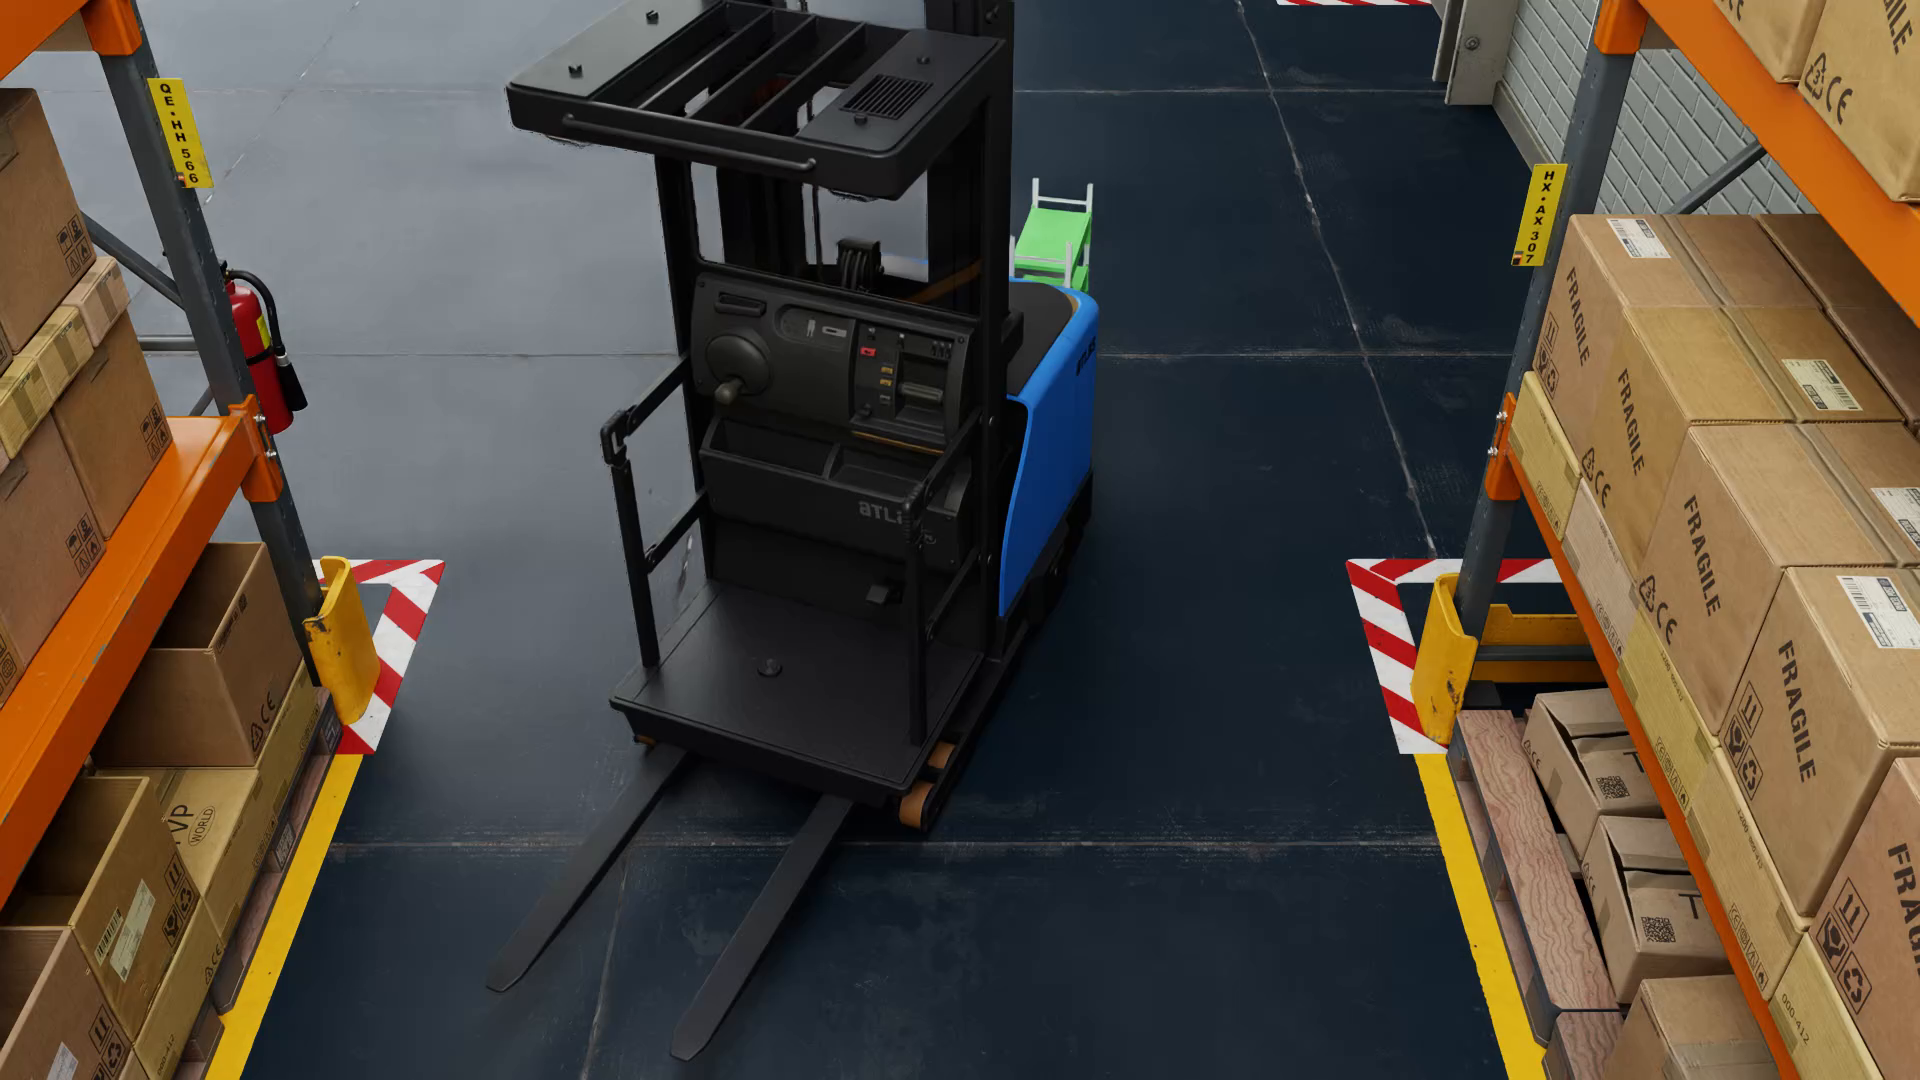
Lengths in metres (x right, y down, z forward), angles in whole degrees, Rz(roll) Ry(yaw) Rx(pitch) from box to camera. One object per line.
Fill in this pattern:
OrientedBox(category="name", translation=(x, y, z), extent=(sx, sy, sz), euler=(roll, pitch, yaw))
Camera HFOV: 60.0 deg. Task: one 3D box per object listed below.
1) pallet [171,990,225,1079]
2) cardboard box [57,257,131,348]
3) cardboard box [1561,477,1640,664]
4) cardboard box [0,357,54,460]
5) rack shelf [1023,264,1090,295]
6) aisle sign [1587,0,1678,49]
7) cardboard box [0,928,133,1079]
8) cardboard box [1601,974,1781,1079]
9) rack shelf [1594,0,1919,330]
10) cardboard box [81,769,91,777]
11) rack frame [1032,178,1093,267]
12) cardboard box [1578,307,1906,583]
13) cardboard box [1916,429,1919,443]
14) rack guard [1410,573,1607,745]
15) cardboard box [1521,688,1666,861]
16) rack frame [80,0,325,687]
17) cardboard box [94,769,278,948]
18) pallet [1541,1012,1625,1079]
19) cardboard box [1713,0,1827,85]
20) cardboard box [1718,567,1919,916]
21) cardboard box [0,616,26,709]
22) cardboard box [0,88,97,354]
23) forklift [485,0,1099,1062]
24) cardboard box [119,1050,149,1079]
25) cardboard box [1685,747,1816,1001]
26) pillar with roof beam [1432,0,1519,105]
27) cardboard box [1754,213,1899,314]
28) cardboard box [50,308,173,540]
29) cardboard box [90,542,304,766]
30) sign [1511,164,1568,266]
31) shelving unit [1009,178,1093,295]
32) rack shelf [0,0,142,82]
OrientedBox(category="pallet", translation=(-2.683, 1.728, 4.425), extent=(1.003, 0.211, 1.213), euler=(0, 39, 0))
OrientedBox(category="cardboard box", translation=(-2.533, -0.653, 4.567), extent=(0.380, 0.149, 0.250), euler=(-1, 39, -1))
OrientedBox(category="cardboard box", translation=(1.927, 0.075, 4.361), extent=(0.500, 0.250, 0.500), euler=(-1, 39, -1))
OrientedBox(category="cardboard box", translation=(-2.531, -0.329, 4.163), extent=(0.380, 0.149, 0.250), euler=(-1, 39, -1))
OrientedBox(category="rack shelf", translation=(0.356, -0.944, 6.687), extent=(0.258, 0.148, 0.480), euler=(8, 39, 10))
OrientedBox(category="aisle sign", translation=(1.929, -1.665, 4.350), extent=(0.394, 0.787, 0.004), euler=(0, 39, 0))
OrientedBox(category="cardboard box", translation=(-2.411, 1.290, 4.005), extent=(0.500, 0.500, 0.500), euler=(0, 39, 0))
OrientedBox(category="cardboard box", translation=(2.092, 1.446, 4.193), extent=(0.700, 0.500, 0.500), euler=(-2, 39, -3))
OrientedBox(category="rack shelf", translation=(2.232, -0.244, 2.833), extent=(1.077, 0.370, 4.000), euler=(0, 39, 0))
OrientedBox(category="cardboard box", translation=(-2.942, 0.958, 5.019), extent=(0.500, 0.250, 0.500), euler=(0, 39, 0))
OrientedBox(category="rack frame", translation=(0.410, -0.955, 6.983), extent=(0.240, 1.200, 0.015), euler=(8, 39, 10))
OrientedBox(category="cardboard box", translation=(1.920, -0.239, 4.154), extent=(0.500, 0.500, 0.500), euler=(0, 39, 0))
OrientedBox(category="cardboard box", translation=(2.438, 0.085, 3.749), extent=(0.500, 0.500, 0.500), euler=(-1, 39, -1))
OrientedBox(category="rack guard", translation=(2.229, 0.418, 5.829), extent=(1.175, 0.500, 0.348), euler=(0, 39, 0))
OrientedBox(category="cardboard box", translation=(2.140, 0.705, 5.270), extent=(0.500, 0.311, 0.500), euler=(-4, 39, -5))
OrientedBox(category="rack frame", translation=(-2.724, -0.599, 5.099), extent=(1.000, 3.000, 0.127), euler=(0, 39, 0))
OrientedBox(category="cardboard box", translation=(-2.416, 0.957, 5.020), extent=(0.500, 0.250, 0.500), euler=(0, 39, 0))
OrientedBox(category="pallet", translation=(2.193, 1.799, 4.336), extent=(1.003, 0.211, 1.213), euler=(0, 39, 0))
OrientedBox(category="cardboard box", translation=(1.945, -1.278, 3.451), extent=(0.500, 0.500, 0.500), euler=(2, 39, 3))
OrientedBox(category="cardboard box", translation=(1.927, 0.406, 3.348), extent=(0.500, 0.500, 0.500), euler=(1, 39, 1))
OrientedBox(category="cardboard box", translation=(-2.736, 0.292, 3.907), extent=(0.700, 0.500, 0.500), euler=(0, 39, 0))
OrientedBox(category="cardboard box", translation=(-2.737, -0.820, 4.257), extent=(0.700, 0.500, 0.500), euler=(0, 39, 0))
OrientedBox(category="forklift", translation=(-0.492, -0.483, 5.009), extent=(1.130, 2.935, 3.031), euler=(14, 41, 17))
OrientedBox(category="cardboard box", translation=(-2.415, 1.583, 4.239), extent=(0.500, 0.250, 0.500), euler=(0, 39, 0))
OrientedBox(category="cardboard box", translation=(1.920, 0.710, 3.569), extent=(0.500, 0.250, 0.500), euler=(0, 39, 0))
OrientedBox(category="pillar with roof beam", translation=(-1.217, -6.258, 7.363), extent=(9.100, 9.000, 0.400), euler=(0, 39, 0))
OrientedBox(category="cardboard box", translation=(2.442, -0.553, 4.545), extent=(0.500, 0.500, 0.500), euler=(0, 39, -1))
OrientedBox(category="cardboard box", translation=(-2.737, -0.347, 4.704), extent=(0.700, 0.500, 0.500), euler=(0, 39, 0))
OrientedBox(category="cardboard box", translation=(-2.426, 0.352, 5.175), extent=(0.500, 0.500, 0.500), euler=(0, 39, 0))
OrientedBox(category="sign", translation=(1.687, -0.943, 4.835), extent=(0.100, 0.325, 0.005), euler=(0, 39, 0))
OrientedBox(category="shelving unit", translation=(0.356, -0.807, 6.797), extent=(0.258, 1.200, 0.503), euler=(8, 39, 10))
OrientedBox(category="rack shelf", translation=(-2.722, -0.239, 2.826), extent=(1.077, 0.370, 4.000), euler=(0, 39, 0))
